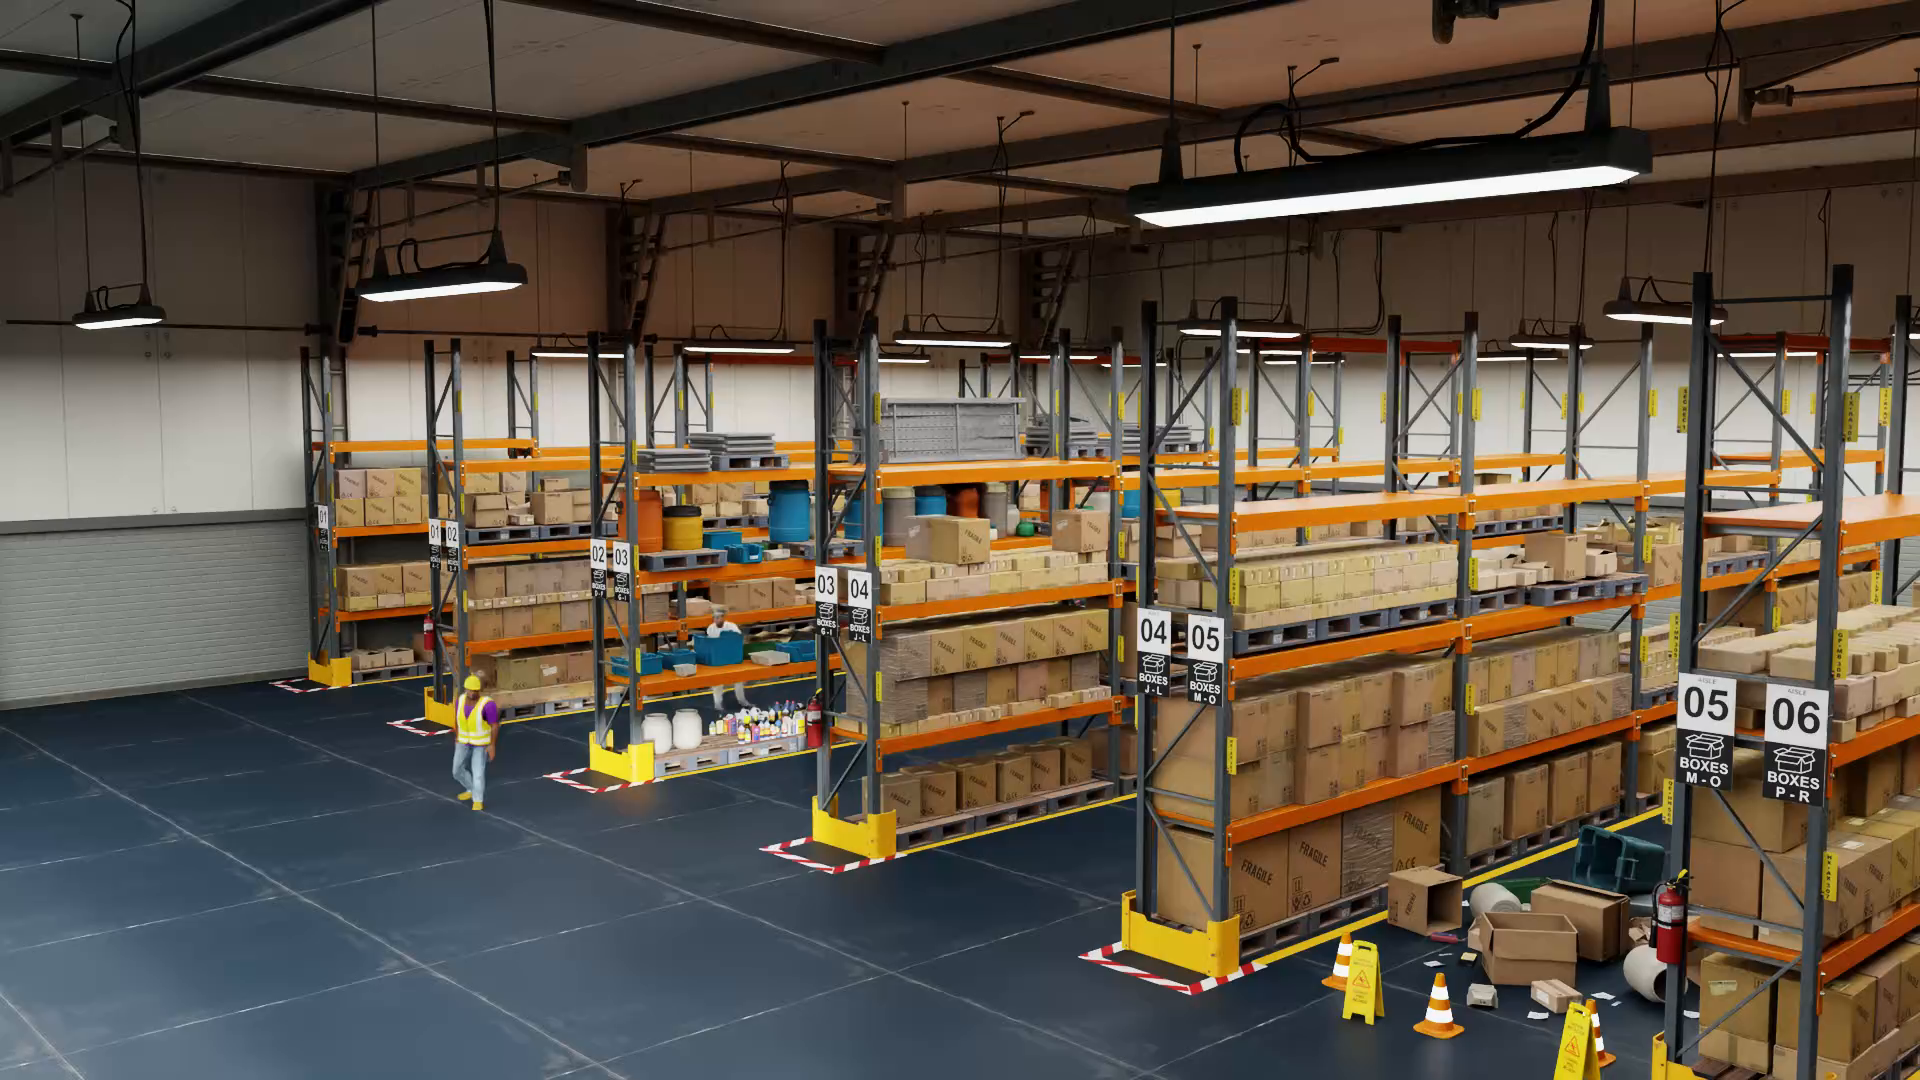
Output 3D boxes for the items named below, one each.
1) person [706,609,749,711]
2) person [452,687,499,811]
[{"bbox_3d":[-3.814,1.950,27.246,0.705,1.710,0.821,-1,5,-7],"label":"person"},{"bbox_3d":[-6.002,2.517,20.585,0.716,1.687,0.555,1,5,13],"label":"person"}]
